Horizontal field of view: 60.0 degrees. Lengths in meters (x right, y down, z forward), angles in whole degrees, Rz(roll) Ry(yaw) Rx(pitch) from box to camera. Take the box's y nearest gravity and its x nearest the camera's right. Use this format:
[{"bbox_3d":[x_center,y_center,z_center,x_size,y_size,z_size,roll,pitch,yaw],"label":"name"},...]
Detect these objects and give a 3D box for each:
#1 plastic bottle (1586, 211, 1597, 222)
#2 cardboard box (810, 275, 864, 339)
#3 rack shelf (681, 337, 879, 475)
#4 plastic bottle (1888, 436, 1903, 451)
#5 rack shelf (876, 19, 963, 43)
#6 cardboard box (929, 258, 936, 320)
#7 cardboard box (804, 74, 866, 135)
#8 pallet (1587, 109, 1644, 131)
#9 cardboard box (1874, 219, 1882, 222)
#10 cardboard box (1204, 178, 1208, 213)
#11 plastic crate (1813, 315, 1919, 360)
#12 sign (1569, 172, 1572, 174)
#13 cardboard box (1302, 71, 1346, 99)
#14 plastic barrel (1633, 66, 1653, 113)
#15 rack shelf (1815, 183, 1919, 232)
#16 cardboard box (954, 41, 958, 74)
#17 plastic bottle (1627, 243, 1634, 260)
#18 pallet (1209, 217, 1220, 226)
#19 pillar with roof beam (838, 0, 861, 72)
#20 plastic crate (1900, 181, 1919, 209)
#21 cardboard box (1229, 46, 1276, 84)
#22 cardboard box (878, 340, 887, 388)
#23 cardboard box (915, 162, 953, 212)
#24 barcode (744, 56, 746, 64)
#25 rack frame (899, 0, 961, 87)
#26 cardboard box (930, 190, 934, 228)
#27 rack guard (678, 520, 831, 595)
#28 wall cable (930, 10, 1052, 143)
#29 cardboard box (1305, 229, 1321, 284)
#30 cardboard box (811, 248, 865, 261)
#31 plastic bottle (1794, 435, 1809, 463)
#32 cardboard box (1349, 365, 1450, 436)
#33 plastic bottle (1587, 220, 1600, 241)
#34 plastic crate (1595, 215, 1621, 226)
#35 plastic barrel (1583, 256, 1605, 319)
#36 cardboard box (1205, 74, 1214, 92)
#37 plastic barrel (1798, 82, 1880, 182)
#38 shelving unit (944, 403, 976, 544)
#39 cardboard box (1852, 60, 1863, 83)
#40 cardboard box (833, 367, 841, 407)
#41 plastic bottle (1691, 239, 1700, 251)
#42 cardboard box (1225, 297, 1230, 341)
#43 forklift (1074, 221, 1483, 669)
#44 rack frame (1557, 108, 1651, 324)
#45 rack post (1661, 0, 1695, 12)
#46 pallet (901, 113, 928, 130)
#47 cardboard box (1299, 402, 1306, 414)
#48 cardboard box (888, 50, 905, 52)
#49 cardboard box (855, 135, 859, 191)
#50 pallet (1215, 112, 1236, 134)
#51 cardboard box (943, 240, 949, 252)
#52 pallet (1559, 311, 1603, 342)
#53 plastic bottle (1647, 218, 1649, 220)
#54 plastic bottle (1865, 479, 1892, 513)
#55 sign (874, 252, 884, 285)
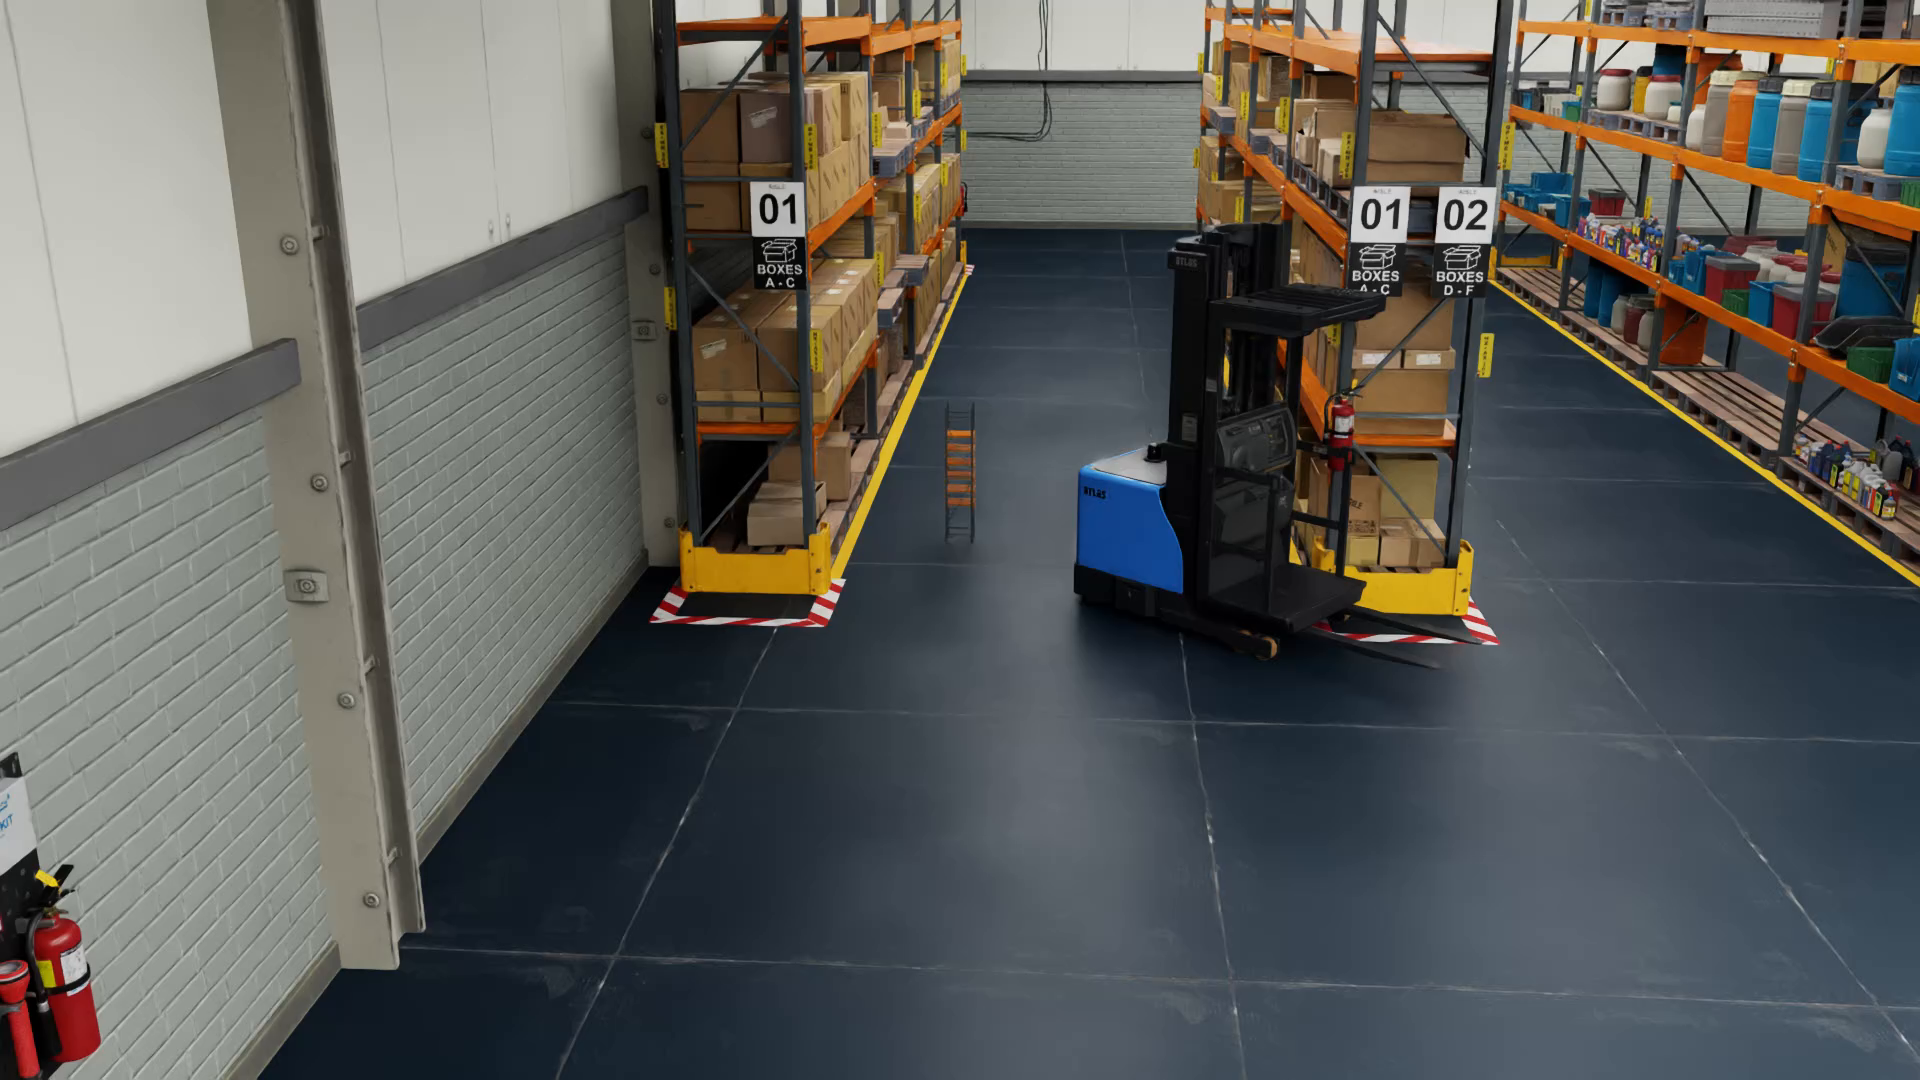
[{"bbox_3d":[8.759,-4.400,23.114,0.144,0.351,0.185,1,18,4],"label":"plastic bottle"},{"bbox_3d":[-1.147,-2.104,15.032,0.500,0.500,0.500,1,18,2],"label":"cardboard box"},{"bbox_3d":[-1.488,-1.312,14.764,1.077,0.370,4.000,1,18,4],"label":"rack shelf"},{"bbox_3d":[8.778,-0.797,15.587,0.144,0.351,0.185,1,18,2],"label":"plastic bottle"},{"bbox_3d":[-0.628,-7.700,25.267,1.077,0.370,4.000,1,18,4],"label":"rack shelf"},{"bbox_3d":[-0.749,-3.457,22.932,0.750,0.750,0.750,2,18,6],"label":"cardboard box"},{"bbox_3d":[-1.139,-3.899,14.890,0.500,0.500,0.500,2,18,7],"label":"cardboard box"},{"bbox_3d":[9.152,-5.628,22.269,1.213,0.211,1.003,1,18,4],"label":"pallet"},{"bbox_3d":[13.837,-4.809,24.687,0.380,0.149,0.250,1,18,3],"label":"cardboard box"},{"bbox_3d":[4.054,-5.337,25.731,0.500,0.500,0.500,2,18,5],"label":"cardboard box"},{"bbox_3d":[8.372,-1.864,15.395,0.767,0.338,0.504,1,18,4],"label":"plastic crate"},{"bbox_3d":[9.947,-5.851,27.200,0.100,0.325,0.005,1,18,4],"label":"sign"},{"bbox_3d":[3.698,-4.443,16.712,0.500,0.500,0.500,3,18,9],"label":"cardboard box"},{"bbox_3d":[9.247,-5.965,22.015,0.600,0.588,0.600,0,18,0],"label":"plastic barrel"},{"bbox_3d":[8.393,-2.516,13.622,1.077,0.370,4.000,1,18,4],"label":"rack shelf"},{"bbox_3d":[-0.312,-7.571,26.095,0.500,0.500,0.500,2,18,6],"label":"cardboard box"},{"bbox_3d":[8.519,-3.655,21.081,0.097,0.201,0.097,0,18,0],"label":"plastic bottle"},{"bbox_3d":[4.004,-4.313,23.077,1.003,0.211,1.213,1,18,4],"label":"pallet"},{"bbox_3d":[2.710,-7.751,23.626,9.100,9.000,0.400,1,18,4],"label":"pillar with roof beam"},{"bbox_3d":[8.152,-2.894,13.962,0.336,0.188,0.450,1,18,4],"label":"plastic crate"},{"bbox_3d":[4.167,-6.750,23.622,0.700,0.500,0.500,1,18,4],"label":"cardboard box"},{"bbox_3d":[-1.218,-2.001,19.021,0.700,0.500,0.500,1,18,4],"label":"cardboard box"},{"bbox_3d":[-0.616,-5.523,25.979,0.980,0.700,0.700,0,18,1],"label":"cardboard box"},{"bbox_3d":[-1.873,-4.181,14.497,0.001,0.075,0.075,1,18,4],"label":"barcode"},{"bbox_3d":[-0.484,-8.853,26.988,1.000,3.000,0.127,1,18,4],"label":"rack frame"},{"bbox_3d":[-0.624,-4.494,22.651,0.500,0.500,0.500,1,18,4],"label":"cardboard box"},{"bbox_3d":[-1.626,0.132,13.218,1.175,0.500,0.348,1,18,4],"label":"rack guard"},{"bbox_3d":[0.277,-9.126,32.808,3.097,2.526,0.112,1,18,4],"label":"wall cable"},{"bbox_3d":[3.536,-2.534,15.096,0.700,0.500,0.500,1,18,4],"label":"cardboard box"},{"bbox_3d":[-1.274,-2.689,16.944,0.700,0.500,0.500,1,18,4],"label":"cardboard box"},{"bbox_3d":[8.077,-0.877,15.957,0.097,0.271,0.097,0,18,0],"label":"plastic bottle"},{"bbox_3d":[3.356,-1.115,12.849,0.700,0.500,0.500,1,18,4],"label":"cardboard box"},{"bbox_3d":[8.671,-4.230,22.716,0.152,0.276,0.135,1,18,4],"label":"plastic bottle"},{"bbox_3d":[9.286,-4.583,23.919,0.396,0.136,0.243,1,18,4],"label":"plastic crate"},{"bbox_3d":[9.054,-3.572,23.203,0.600,0.901,0.708,1,18,4],"label":"plastic barrel"},{"bbox_3d":[4.117,-7.175,26.124,0.500,0.250,0.500,1,18,4],"label":"cardboard box"},{"bbox_3d":[8.357,-3.880,15.825,0.600,0.901,0.708,1,18,4],"label":"plastic barrel"},{"bbox_3d":[-0.001,-0.566,14.222,0.258,1.200,0.189,1,18,4],"label":"shelving unit"},{"bbox_3d":[14.354,-7.227,25.850,0.700,0.500,0.500,0,18,1],"label":"cardboard box"},{"bbox_3d":[-1.257,-1.277,13.711,0.500,0.250,0.500,1,18,2],"label":"cardboard box"},{"bbox_3d":[9.272,-3.654,20.964,0.097,0.271,0.097,0,18,0],"label":"plastic bottle"},{"bbox_3d":[3.754,-2.885,21.719,0.500,0.500,0.500,1,18,2],"label":"cardboard box"},{"bbox_3d":[2.306,-0.721,11.915,3.031,2.935,1.130,16,24,40],"label":"forklift"},{"bbox_3d":[9.110,-4.538,23.456,1.000,3.000,0.127,1,18,4],"label":"rack frame"},{"bbox_3d":[8.835,-6.337,19.432,0.954,0.300,0.937,1,18,4],"label":"rack post"},{"bbox_3d":[-0.988,-5.401,21.576,1.003,0.211,1.213,2,18,6],"label":"pallet"},{"bbox_3d":[3.179,-0.967,15.094,0.500,0.500,0.500,1,18,4],"label":"cardboard box"},{"bbox_3d":[-0.965,-6.527,22.638,0.500,0.250,0.500,3,18,8],"label":"cardboard box"},{"bbox_3d":[-1.183,-3.438,15.088,0.500,0.500,0.500,0,18,-1],"label":"cardboard box"},{"bbox_3d":[3.982,-5.463,21.762,1.213,0.211,1.003,1,18,4],"label":"pallet"},{"bbox_3d":[-0.372,-4.574,25.862,0.380,0.149,0.250,1,18,2],"label":"cardboard box"},{"bbox_3d":[9.013,-2.974,23.162,1.003,0.211,1.213,1,18,4],"label":"pallet"},{"bbox_3d":[9.433,-4.280,22.856,0.061,0.283,0.133,1,18,4],"label":"plastic bottle"},{"bbox_3d":[7.990,-0.384,14.445,0.152,0.276,0.135,1,18,4],"label":"plastic bottle"},{"bbox_3d":[-0.803,-2.676,16.384,0.100,0.325,0.005,1,18,4],"label":"sign"}]
